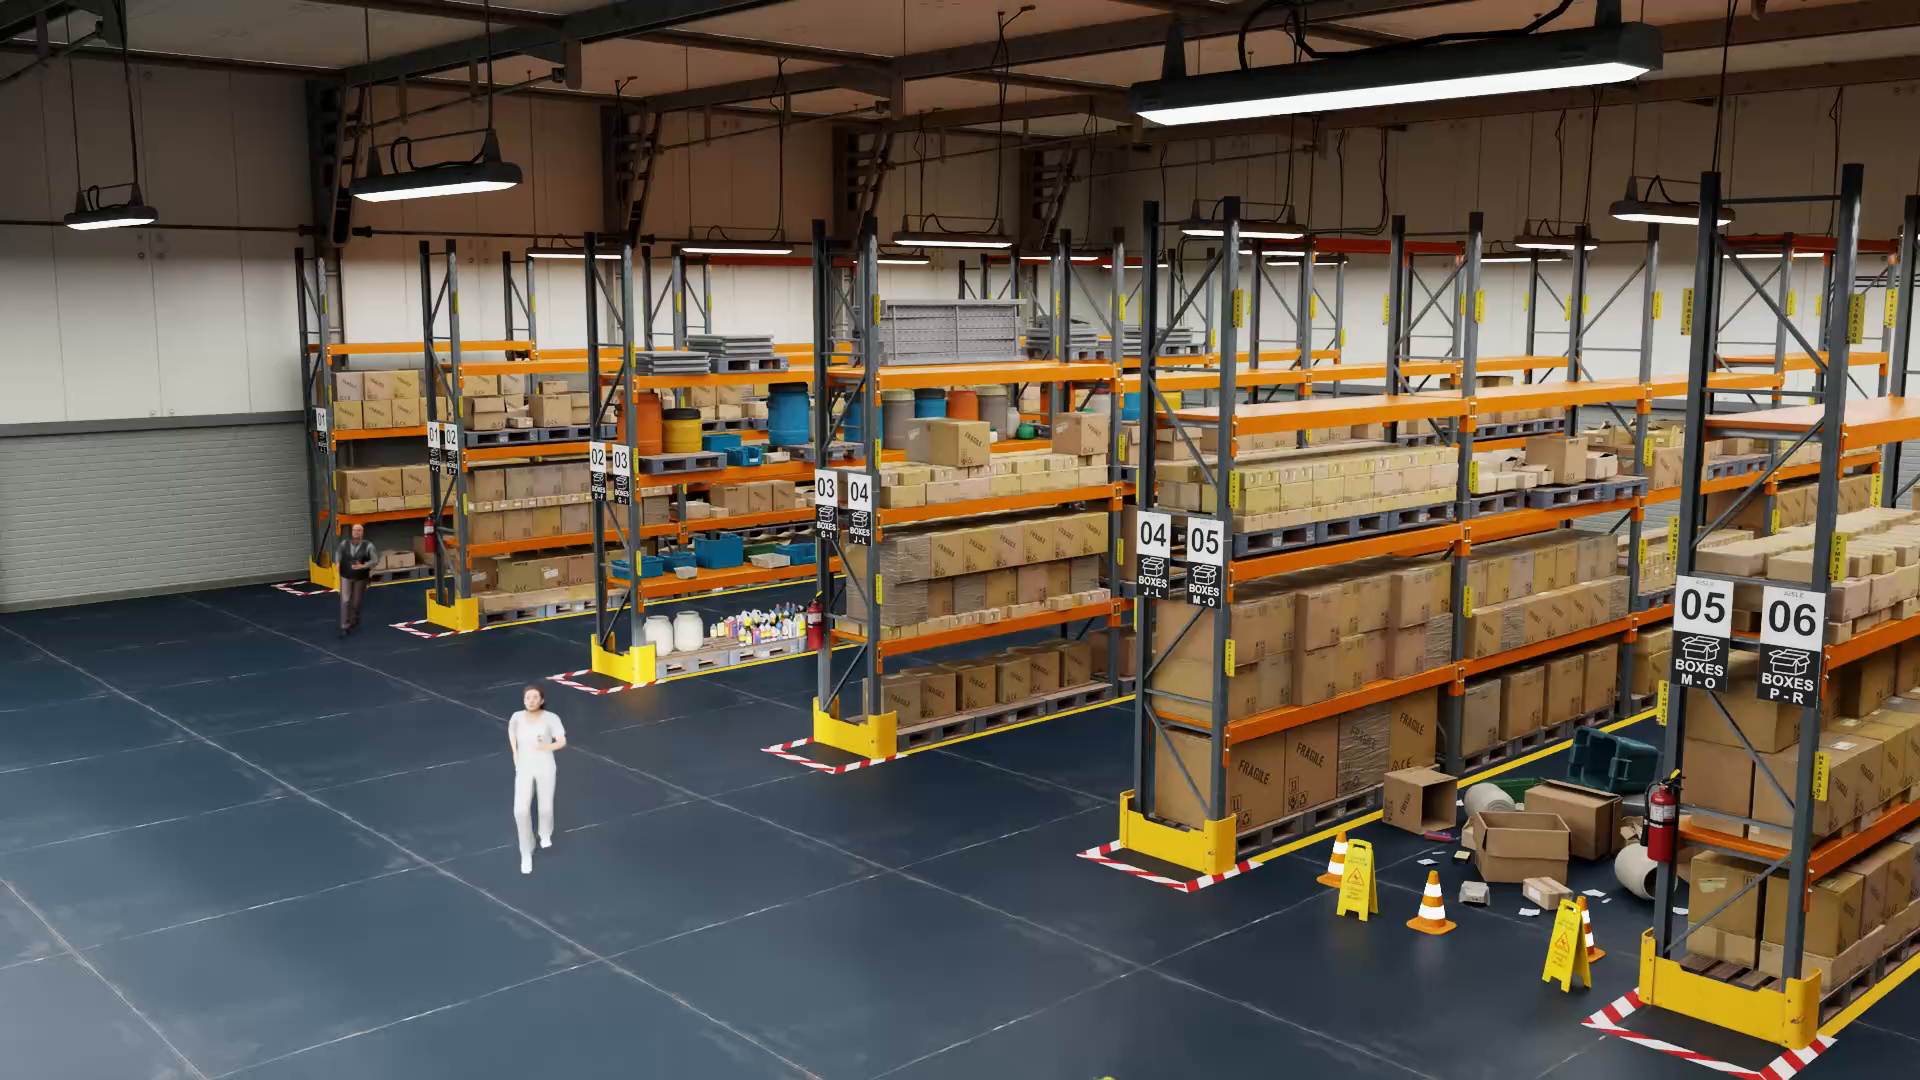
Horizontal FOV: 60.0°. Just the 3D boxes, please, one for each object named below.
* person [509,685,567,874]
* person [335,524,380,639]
[{"bbox_3d":[-3.862,2.138,15.232,0.535,1.708,0.787,-1,8,-7],"label":"person"},{"bbox_3d":[-9.265,0.601,25.578,0.692,1.708,0.864,-1,8,-7],"label":"person"}]
